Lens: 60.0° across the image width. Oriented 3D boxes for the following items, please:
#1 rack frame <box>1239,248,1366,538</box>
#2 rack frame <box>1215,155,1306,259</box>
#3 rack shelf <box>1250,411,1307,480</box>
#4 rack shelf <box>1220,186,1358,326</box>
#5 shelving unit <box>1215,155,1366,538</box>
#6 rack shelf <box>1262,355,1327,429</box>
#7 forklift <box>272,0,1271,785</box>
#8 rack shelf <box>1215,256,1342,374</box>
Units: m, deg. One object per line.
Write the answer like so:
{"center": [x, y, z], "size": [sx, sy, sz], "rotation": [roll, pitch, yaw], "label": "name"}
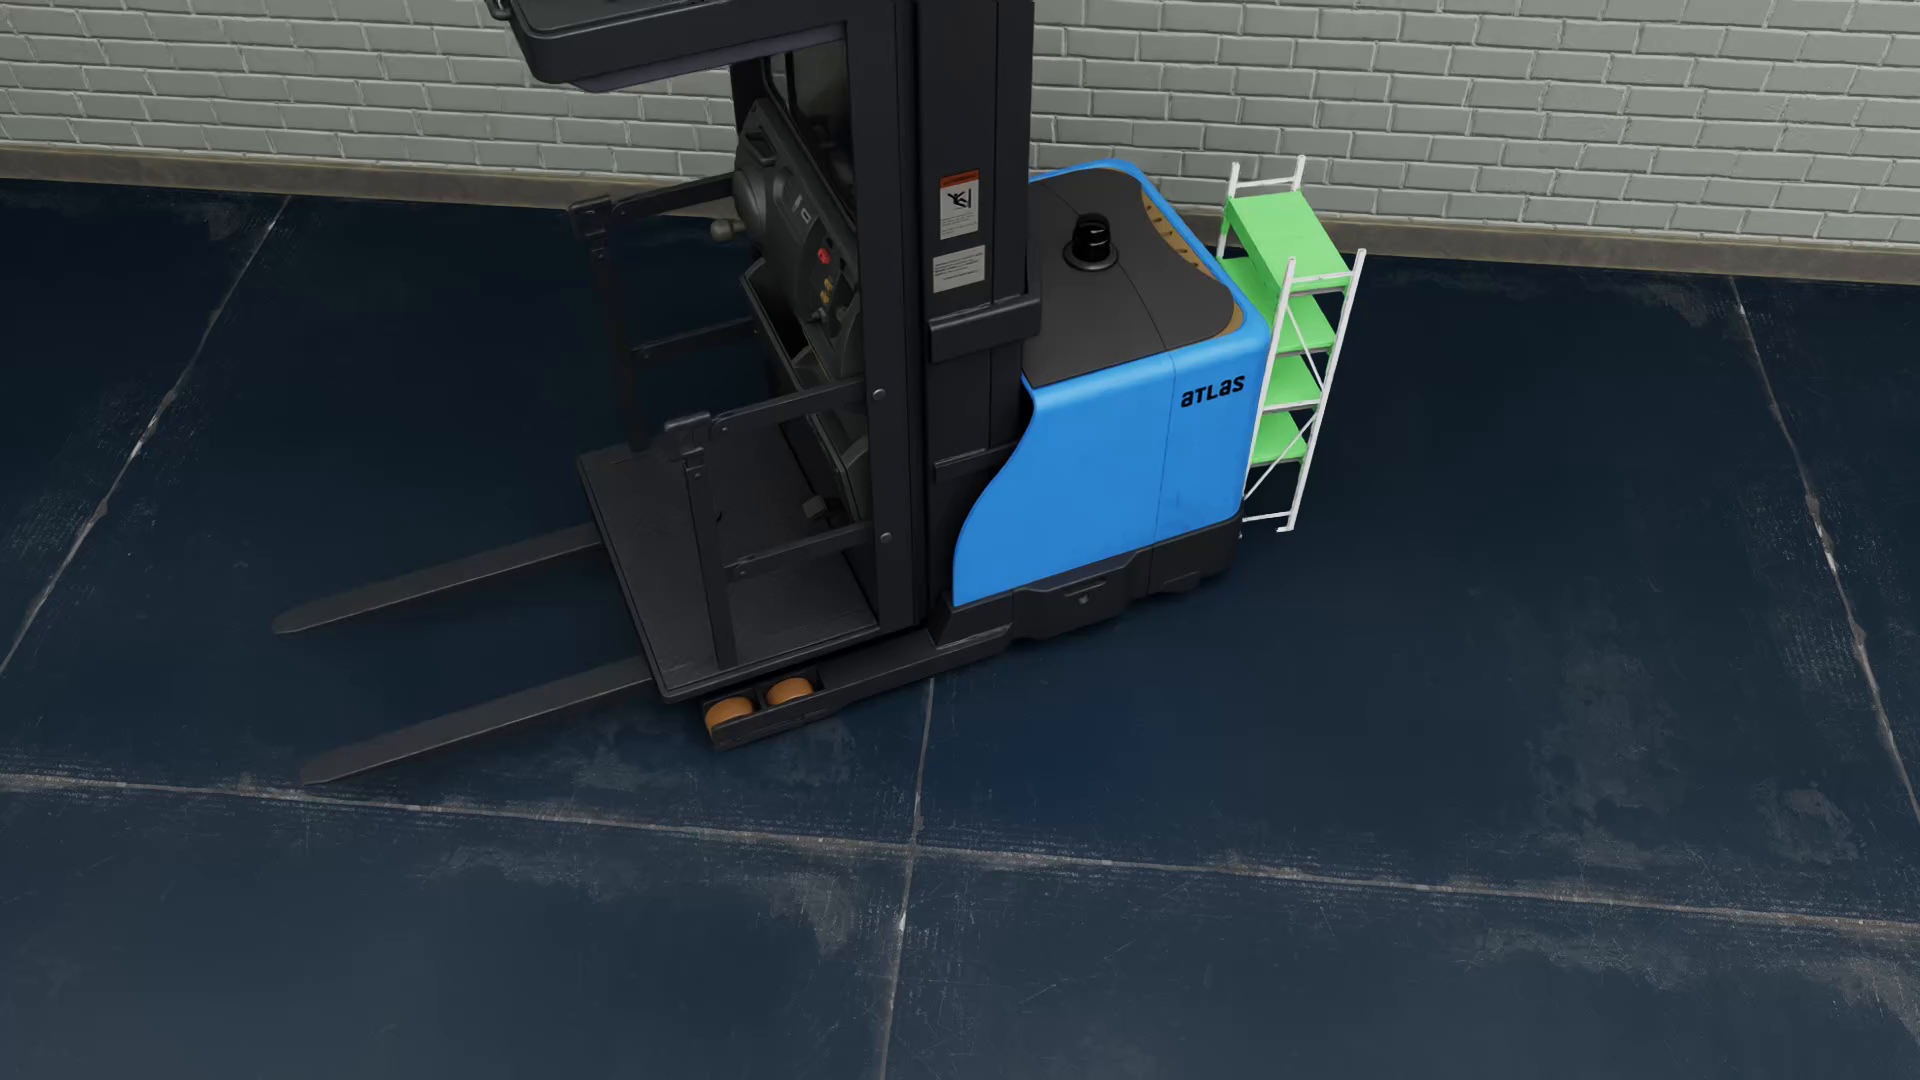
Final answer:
{"center": [1.060, -0.431, 5.325], "size": [0.240, 1.200, 0.015], "rotation": [-9, 48, -10], "label": "rack frame"}
{"center": [0.948, -0.782, 5.645], "size": [0.240, 1.200, 0.015], "rotation": [-9, 48, -10], "label": "rack frame"}
{"center": [0.993, -0.400, 5.708], "size": [0.258, 0.148, 0.480], "rotation": [-9, 48, -10], "label": "rack shelf"}
{"center": [1.018, -0.889, 5.181], "size": [0.258, 0.148, 0.480], "rotation": [-9, 48, -10], "label": "rack shelf"}
{"center": [1.004, -0.606, 5.485], "size": [0.258, 1.200, 0.503], "rotation": [-9, 48, -10], "label": "shelving unit"}
{"center": [1.002, -0.563, 5.532], "size": [0.258, 0.148, 0.480], "rotation": [-9, 48, -10], "label": "rack shelf"}
{"center": [-0.634, -0.790, 4.487], "size": [3.031, 2.935, 1.130], "rotation": [-17, 50, -15], "label": "forklift"}
{"center": [1.010, -0.726, 5.356], "size": [0.258, 0.148, 0.480], "rotation": [-9, 48, -10], "label": "rack shelf"}
